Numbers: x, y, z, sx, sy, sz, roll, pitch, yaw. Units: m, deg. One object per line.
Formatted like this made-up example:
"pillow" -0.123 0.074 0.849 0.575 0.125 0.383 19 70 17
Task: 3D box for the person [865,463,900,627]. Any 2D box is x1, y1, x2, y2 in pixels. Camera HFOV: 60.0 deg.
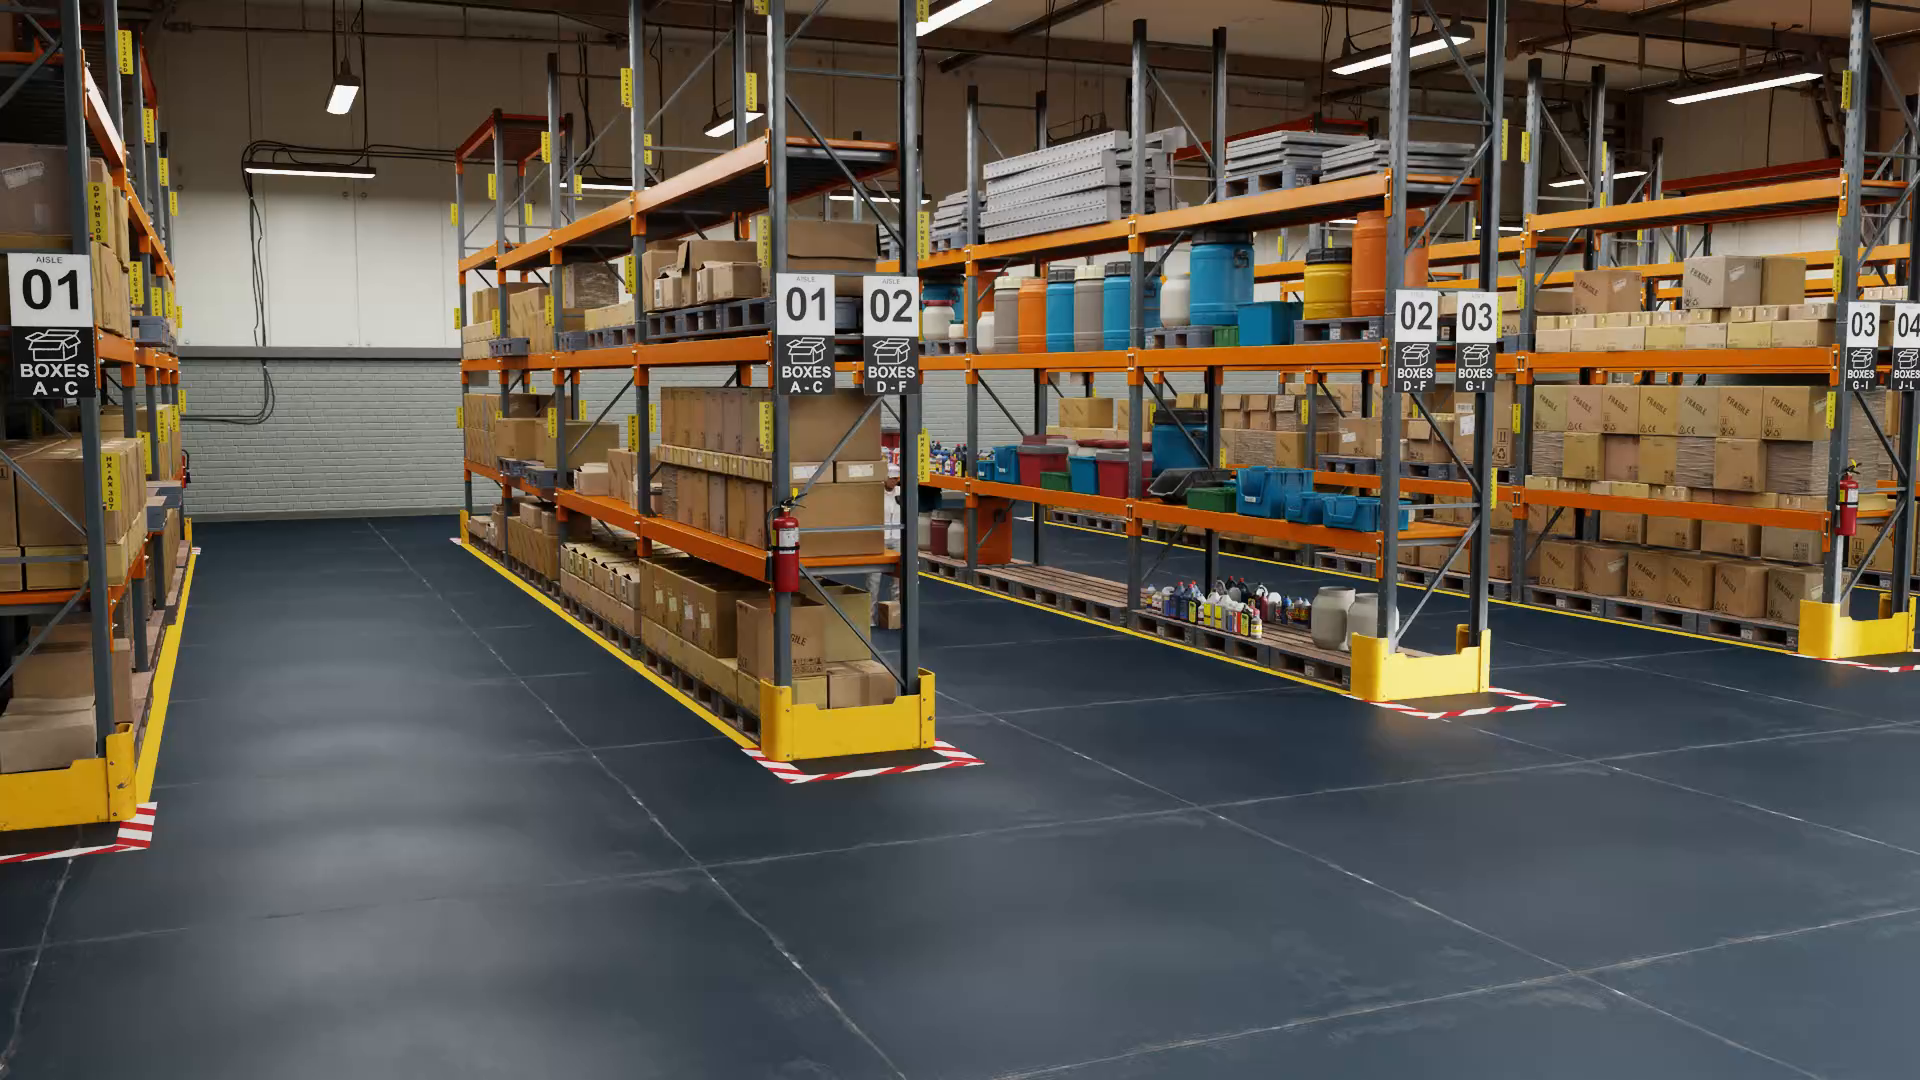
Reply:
"person" -0.757 0.039 17.065 0.552 1.666 0.472 -3 6 -25
